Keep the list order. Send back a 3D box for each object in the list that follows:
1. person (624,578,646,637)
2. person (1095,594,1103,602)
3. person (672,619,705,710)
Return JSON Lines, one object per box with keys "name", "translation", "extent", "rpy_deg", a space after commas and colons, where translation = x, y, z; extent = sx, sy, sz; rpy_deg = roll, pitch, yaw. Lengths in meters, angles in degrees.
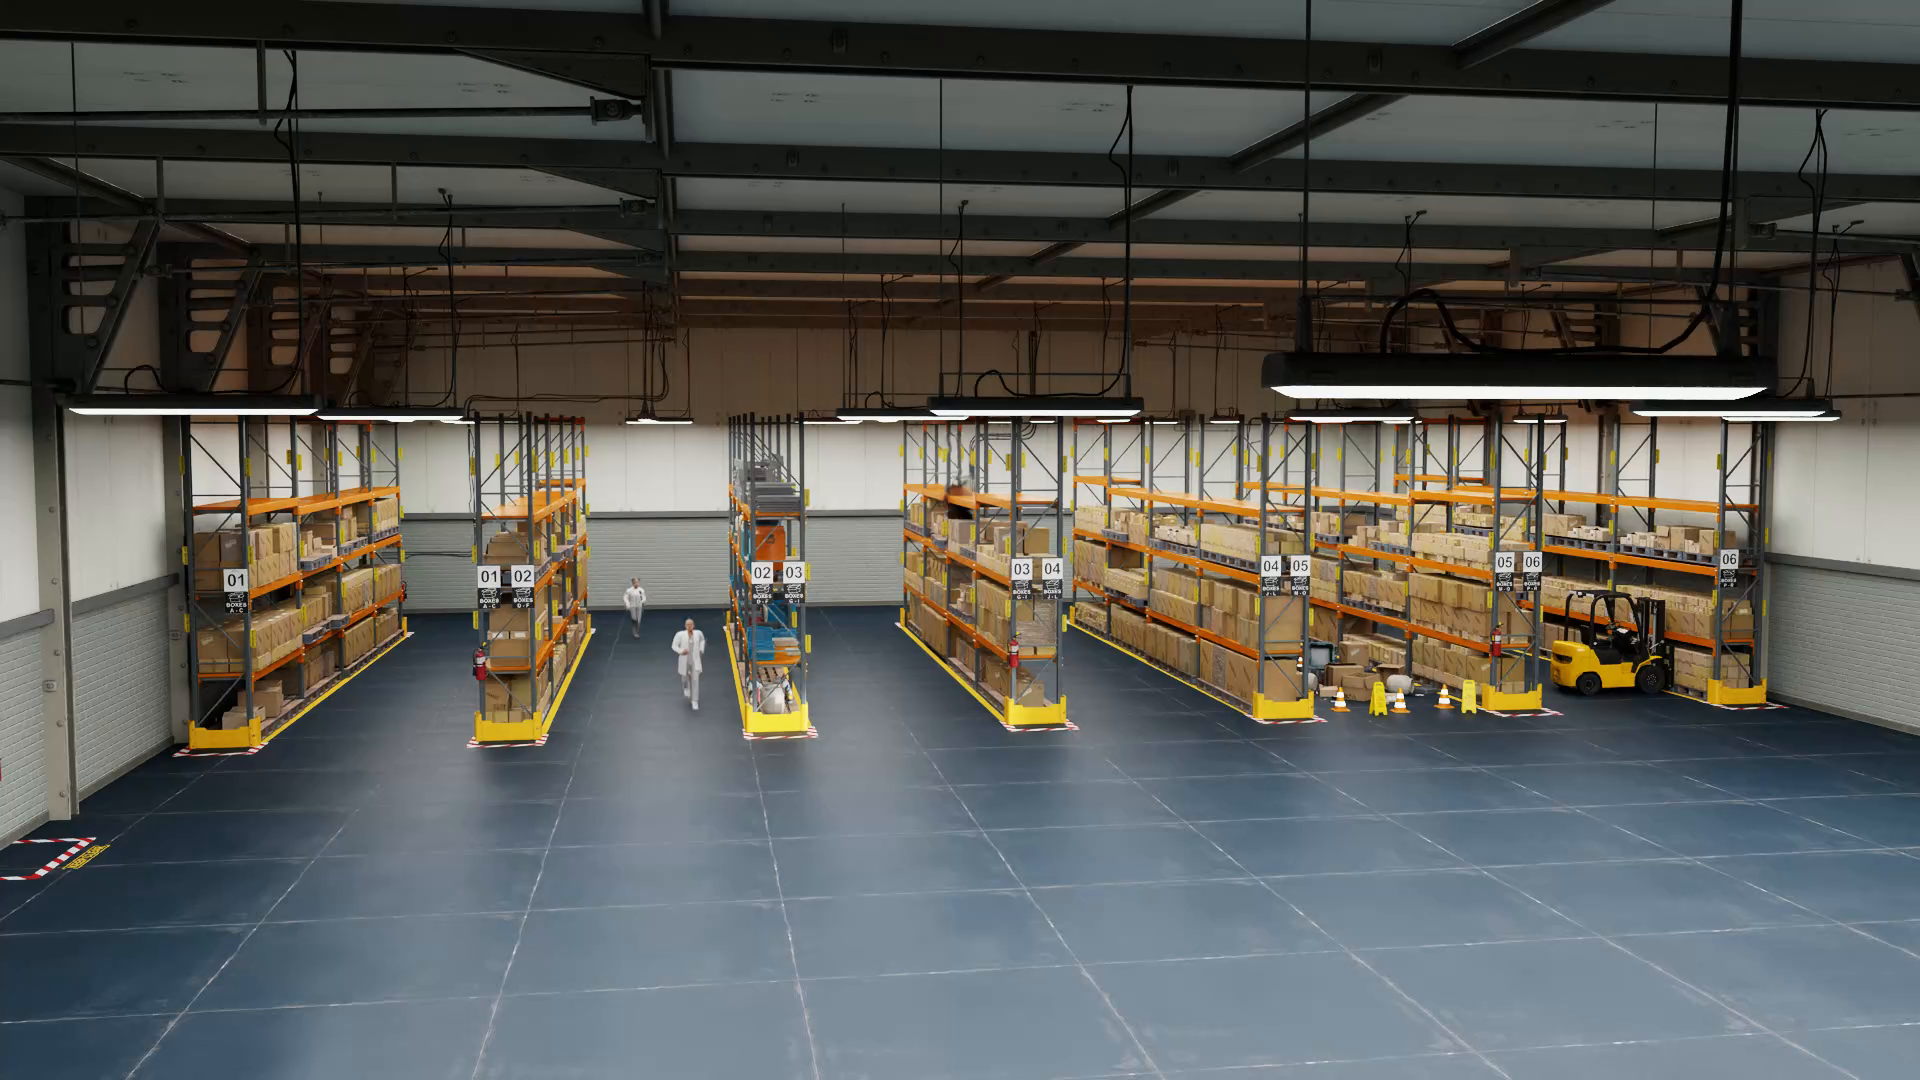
{"name": "person", "translation": [-8.822, 1.830, 45.250], "extent": [0.550, 1.634, 0.650], "rpy_deg": [-2, 4, -23]}
{"name": "person", "translation": [4.287, 1.485, 49.916], "extent": [0.776, 1.750, 0.685], "rpy_deg": [-1, 4, -15]}
{"name": "person", "translation": [-5.580, 2.521, 34.164], "extent": [0.671, 1.798, 1.214], "rpy_deg": [-1, 4, -10]}
